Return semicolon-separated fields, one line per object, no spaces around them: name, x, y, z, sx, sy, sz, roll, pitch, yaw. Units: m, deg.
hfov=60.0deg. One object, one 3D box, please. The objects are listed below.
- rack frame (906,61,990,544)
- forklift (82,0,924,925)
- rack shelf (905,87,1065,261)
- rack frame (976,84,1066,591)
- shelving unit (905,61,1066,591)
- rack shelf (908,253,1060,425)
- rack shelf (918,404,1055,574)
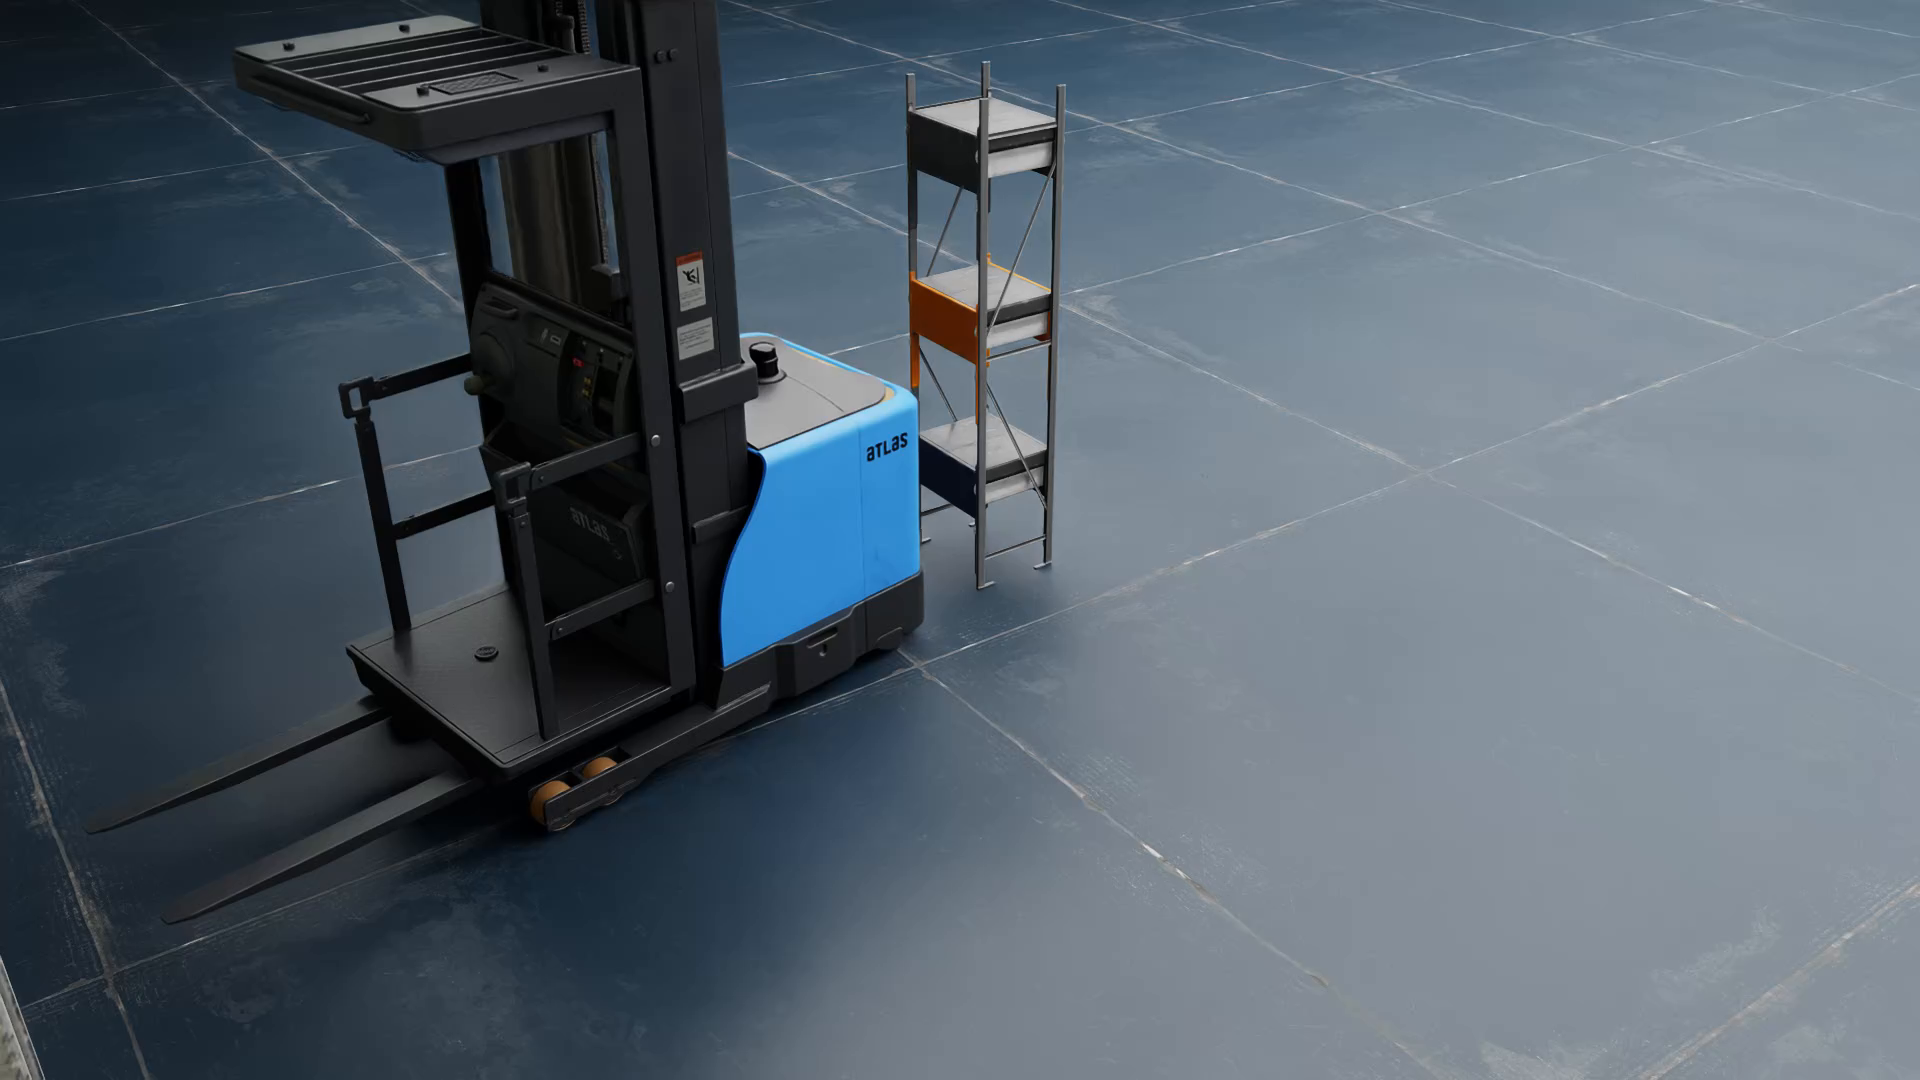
rack frame;-0.046;-0.953;7.106;0.400;2.100;0.015;-19;34;-31
forklift;-1.541;-0.569;5.527;1.130;2.935;3.031;25;37;38
rack shelf;0.096;-1.461;6.604;0.431;0.518;0.480;-19;34;-31
rack frame;0.238;-0.763;6.757;0.400;2.100;0.015;-19;34;-31
shelving unit;0.096;-0.858;6.932;0.431;2.100;0.503;-19;34;-31
rack shelf;0.096;-0.846;6.938;0.431;0.518;0.480;-19;34;-31
rack shelf;0.096;-0.231;7.272;0.431;0.518;0.480;-19;34;-31
